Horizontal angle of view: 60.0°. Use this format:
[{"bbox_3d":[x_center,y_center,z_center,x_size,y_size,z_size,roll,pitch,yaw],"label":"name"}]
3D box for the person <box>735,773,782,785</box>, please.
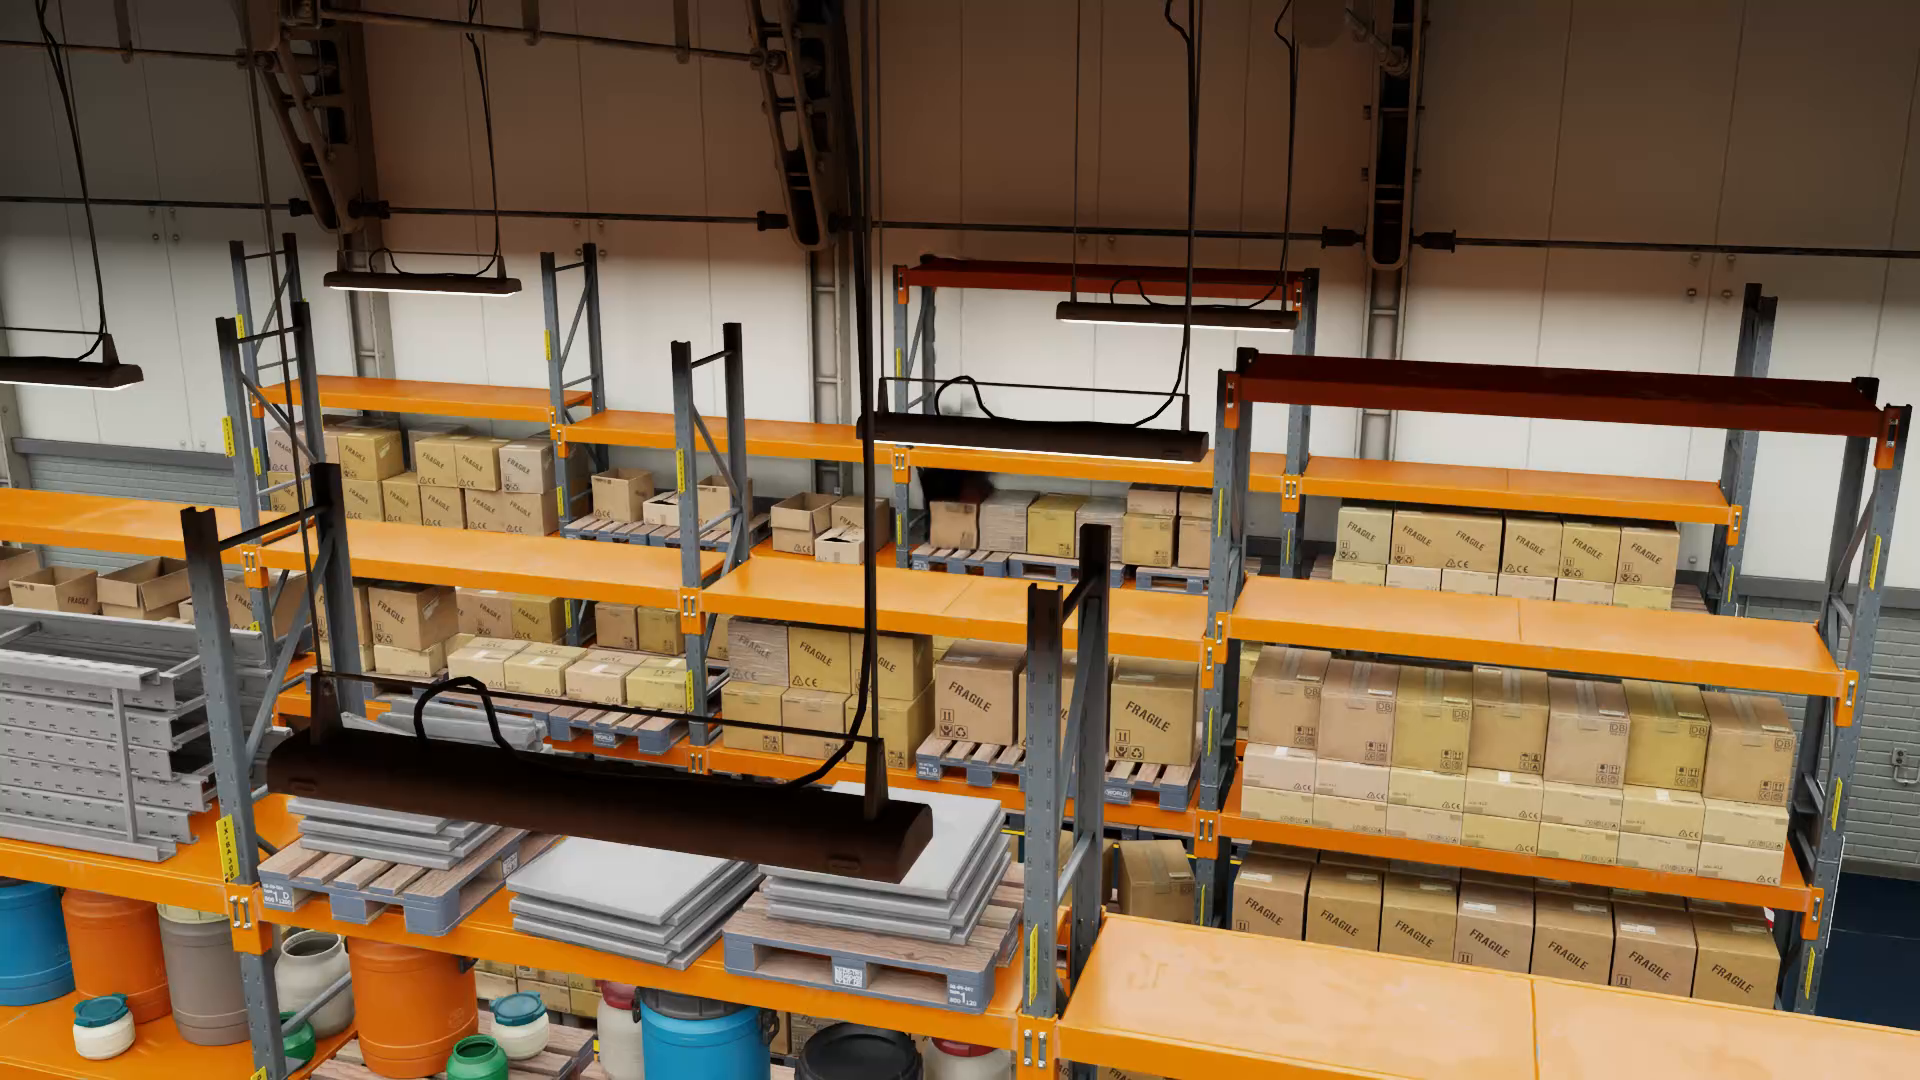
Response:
[{"bbox_3d":[-1.905,2.654,16.522,0.941,1.632,0.607,3,16,11],"label":"person"}]
